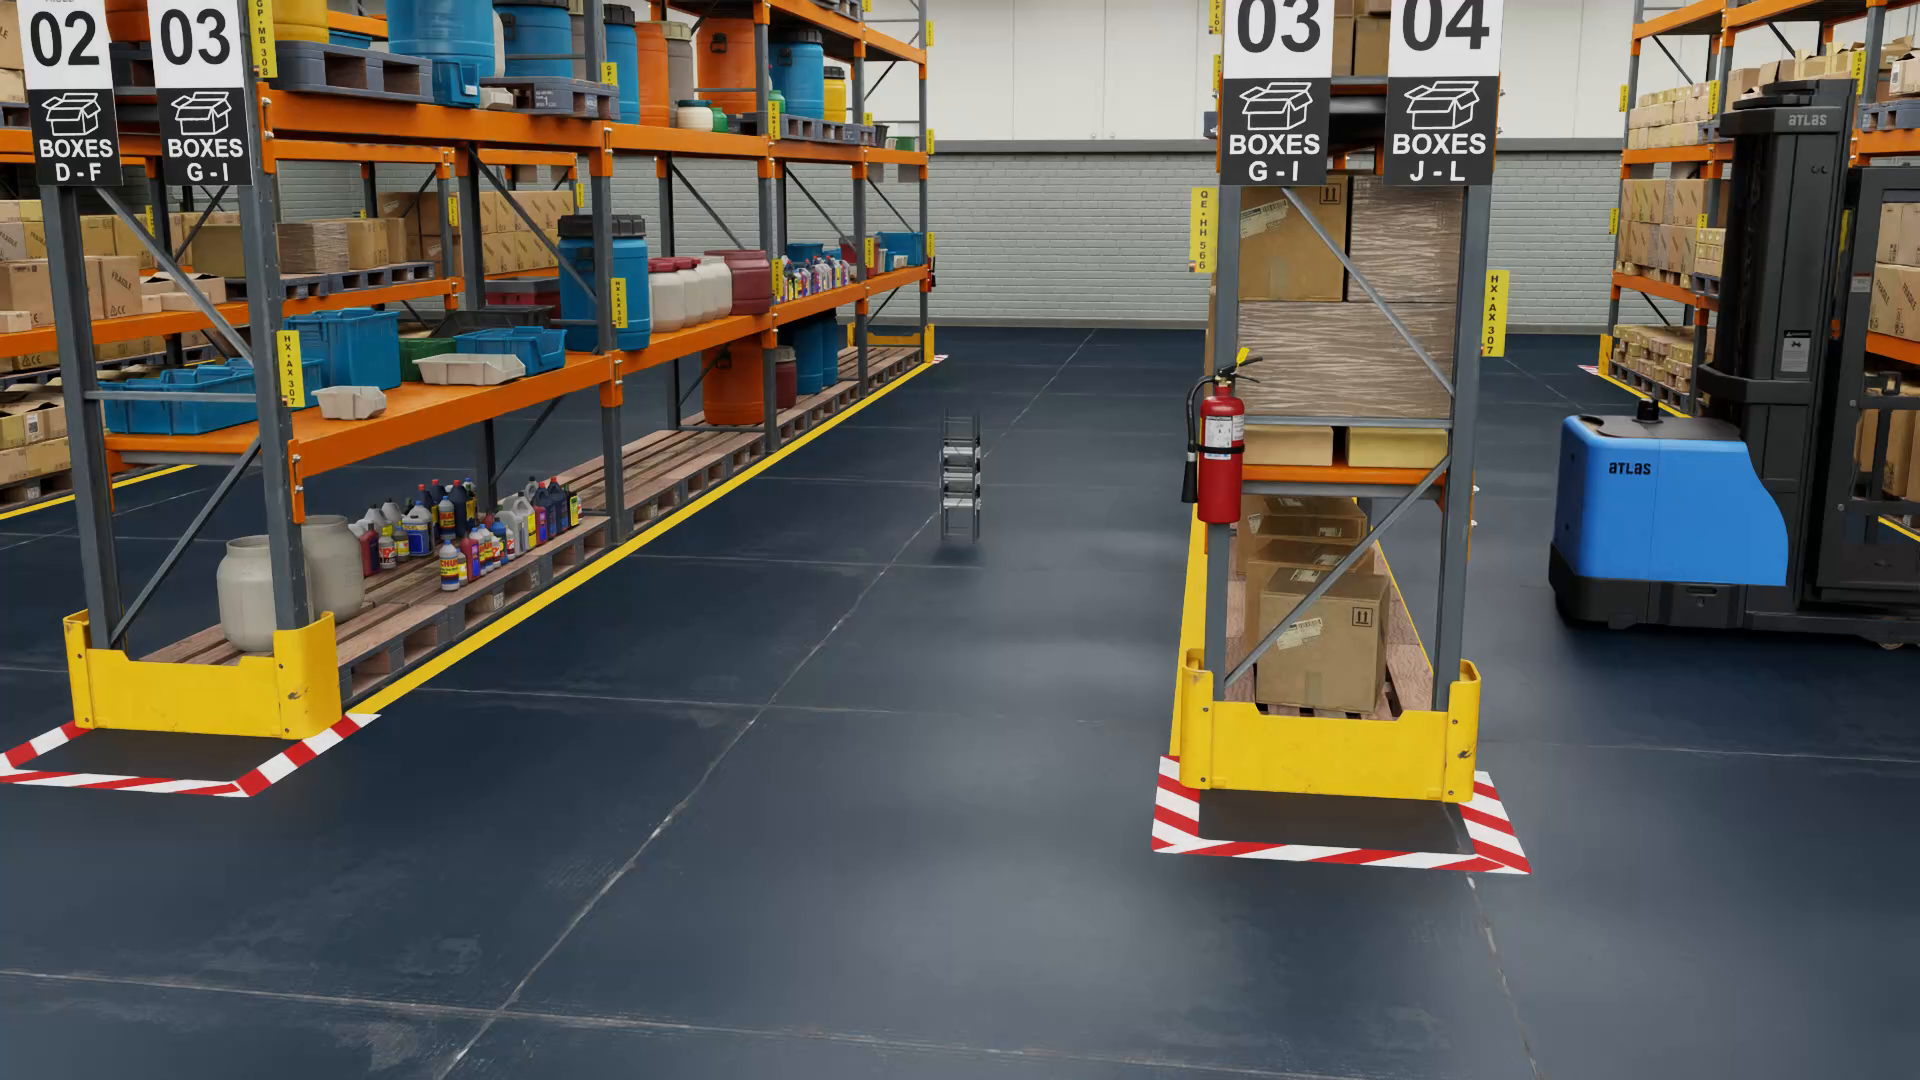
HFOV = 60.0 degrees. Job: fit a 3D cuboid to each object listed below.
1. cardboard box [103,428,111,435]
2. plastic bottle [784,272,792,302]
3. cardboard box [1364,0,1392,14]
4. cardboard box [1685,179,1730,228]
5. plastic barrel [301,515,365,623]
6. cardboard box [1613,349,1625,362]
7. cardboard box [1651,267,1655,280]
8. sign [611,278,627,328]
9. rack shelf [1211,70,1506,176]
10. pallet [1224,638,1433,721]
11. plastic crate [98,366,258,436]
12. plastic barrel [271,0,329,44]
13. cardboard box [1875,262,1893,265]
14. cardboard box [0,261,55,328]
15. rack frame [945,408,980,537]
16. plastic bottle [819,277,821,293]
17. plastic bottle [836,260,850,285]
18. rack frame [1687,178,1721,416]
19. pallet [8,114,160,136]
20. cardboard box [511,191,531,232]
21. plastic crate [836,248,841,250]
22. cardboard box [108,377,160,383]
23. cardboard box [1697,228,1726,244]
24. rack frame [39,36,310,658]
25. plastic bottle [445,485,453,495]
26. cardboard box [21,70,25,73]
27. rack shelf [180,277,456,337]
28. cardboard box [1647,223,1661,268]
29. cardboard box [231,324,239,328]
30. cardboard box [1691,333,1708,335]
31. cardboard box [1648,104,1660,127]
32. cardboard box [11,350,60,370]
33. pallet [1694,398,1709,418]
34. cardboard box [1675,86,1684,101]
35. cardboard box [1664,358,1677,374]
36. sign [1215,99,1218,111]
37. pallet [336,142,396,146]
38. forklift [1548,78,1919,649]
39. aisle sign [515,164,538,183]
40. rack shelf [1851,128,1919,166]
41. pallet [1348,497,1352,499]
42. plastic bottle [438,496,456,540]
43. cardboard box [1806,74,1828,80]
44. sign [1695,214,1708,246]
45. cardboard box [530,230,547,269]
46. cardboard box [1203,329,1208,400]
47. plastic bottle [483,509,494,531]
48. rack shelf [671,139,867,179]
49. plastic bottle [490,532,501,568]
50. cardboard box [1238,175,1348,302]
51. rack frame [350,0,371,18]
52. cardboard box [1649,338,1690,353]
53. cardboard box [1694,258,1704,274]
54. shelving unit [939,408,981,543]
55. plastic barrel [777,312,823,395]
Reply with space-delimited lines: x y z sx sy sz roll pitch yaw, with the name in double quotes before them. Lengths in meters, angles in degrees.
"cardboard box" -7.222 -0.761 13.435 0.500 0.250 0.500 1 12 7
"plastic bottle" -1.654 -2.426 15.909 0.061 0.283 0.133 2 12 9
"cardboard box" 1.758 -2.093 6.375 0.380 0.149 0.250 2 12 8
"cardboard box" 8.023 -3.561 17.581 0.500 0.500 0.500 1 12 7
"plastic barrel" -3.304 0.151 8.580 0.421 0.512 0.421 0 12 0
"cardboard box" 8.436 -2.317 20.896 0.380 0.149 0.250 2 12 10
"cardboard box" 8.270 -3.098 19.346 0.380 0.149 0.250 2 12 11
"sign" -2.250 -1.564 10.972 0.100 0.325 0.005 2 12 9
"rack shelf" 1.795 -1.986 8.178 1.077 0.370 4.000 2 12 9
"pallet" 1.659 0.724 7.633 1.003 0.211 1.213 2 12 9
"plastic crate" -3.626 -0.657 7.775 0.499 0.251 0.616 2 12 9
"plastic barrel" -3.357 -2.621 7.971 0.600 0.588 0.600 0 12 0
"cardboard box" 7.267 -1.903 12.967 0.500 0.500 0.500 2 12 9
"cardboard box" -7.470 -1.928 13.080 0.500 0.500 0.500 3 12 13
"rack frame" 0.017 -0.463 11.505 0.240 0.900 0.006 2 12 9
"plastic bottle" -1.483 -2.642 17.103 0.097 0.201 0.097 0 12 0
"plastic bottle" -1.302 -2.961 18.406 0.152 0.276 0.135 2 12 9
"rack frame" 8.218 -2.772 17.234 1.000 3.000 0.127 2 12 9
"pallet" -7.255 -3.439 13.661 1.003 0.211 1.213 2 12 11
"cardboard box" -5.868 -4.224 21.361 0.500 0.500 0.500 2 12 10
"plastic crate" -1.411 -3.716 21.872 0.416 0.233 0.300 2 12 9
"cardboard box" -7.061 -1.247 14.360 0.500 0.311 0.500 2 12 8
"cardboard box" 7.703 -3.078 16.842 0.380 0.149 0.250 3 12 12
"rack frame" -3.407 -0.616 7.231 1.000 3.000 0.127 2 12 9
"plastic bottle" -3.296 -0.212 10.777 0.152 0.276 0.135 2 12 11
"cardboard box" -11.474 -5.602 20.587 0.500 0.500 0.500 2 12 8
"rack shelf" -6.763 -2.507 17.714 1.077 0.370 4.000 2 12 9
"cardboard box" 8.274 -3.394 19.178 0.500 0.500 0.500 2 12 7
"cardboard box" -10.744 -3.102 23.703 0.700 0.500 0.500 2 12 9
"cardboard box" 8.904 -2.370 19.730 0.380 0.149 0.250 2 12 11
"cardboard box" 8.340 -4.945 19.369 0.500 0.250 0.500 2 12 9
"cardboard box" -11.322 -2.450 19.846 0.750 0.750 0.750 2 12 9
"pallet" 8.100 -1.246 16.775 1.003 0.211 1.213 2 12 9
"cardboard box" 8.170 -4.948 18.435 0.380 0.149 0.250 2 12 8
"cardboard box" 8.006 -1.918 18.335 0.380 0.149 0.250 1 12 7
"sign" 2.784 -4.729 17.780 0.100 0.325 0.005 2 12 9
"pallet" -6.781 -4.300 17.652 1.213 0.211 1.003 2 12 9
"forklift" 4.947 -0.970 9.036 3.031 2.935 1.130 2 12 11
"aisle sign" -6.120 -5.402 23.270 0.394 0.787 0.004 2 12 9
"rack shelf" 7.295 -2.637 11.198 1.077 0.370 4.000 2 12 9
"pallet" 2.406 -0.342 12.578 1.003 0.211 1.213 2 12 9
"plastic bottle" -3.229 -0.141 10.460 0.097 0.271 0.097 0 12 0
"cardboard box" 7.504 -3.686 14.118 0.500 0.500 0.500 2 12 9
"sign" 7.681 -3.211 17.217 0.100 0.325 0.005 2 12 9
"cardboard box" -5.798 -3.843 21.967 0.500 0.500 0.500 2 12 9
"cardboard box" 2.844 -1.430 15.057 1.225 0.875 0.875 1 12 6
"plastic bottle" -2.819 -0.055 10.031 0.061 0.283 0.133 2 12 9
"rack shelf" -1.869 -3.812 16.650 1.077 0.370 4.000 2 12 9
"plastic bottle" -2.737 0.057 9.707 0.097 0.201 0.097 0 12 0
"cardboard box" 1.328 -1.261 6.907 0.500 0.500 0.500 2 12 9
"rack frame" -6.455 -6.208 18.938 1.000 3.000 0.127 2 12 9
"cardboard box" 8.144 -2.230 19.081 0.380 0.149 0.250 1 12 7
"cardboard box" 7.703 -2.787 16.905 0.380 0.149 0.250 1 12 6
"shelving unit" 0.001 -0.442 11.406 0.258 0.900 0.210 2 12 9
"plastic barrel" -1.771 -2.033 17.792 0.600 0.901 0.708 2 12 9
